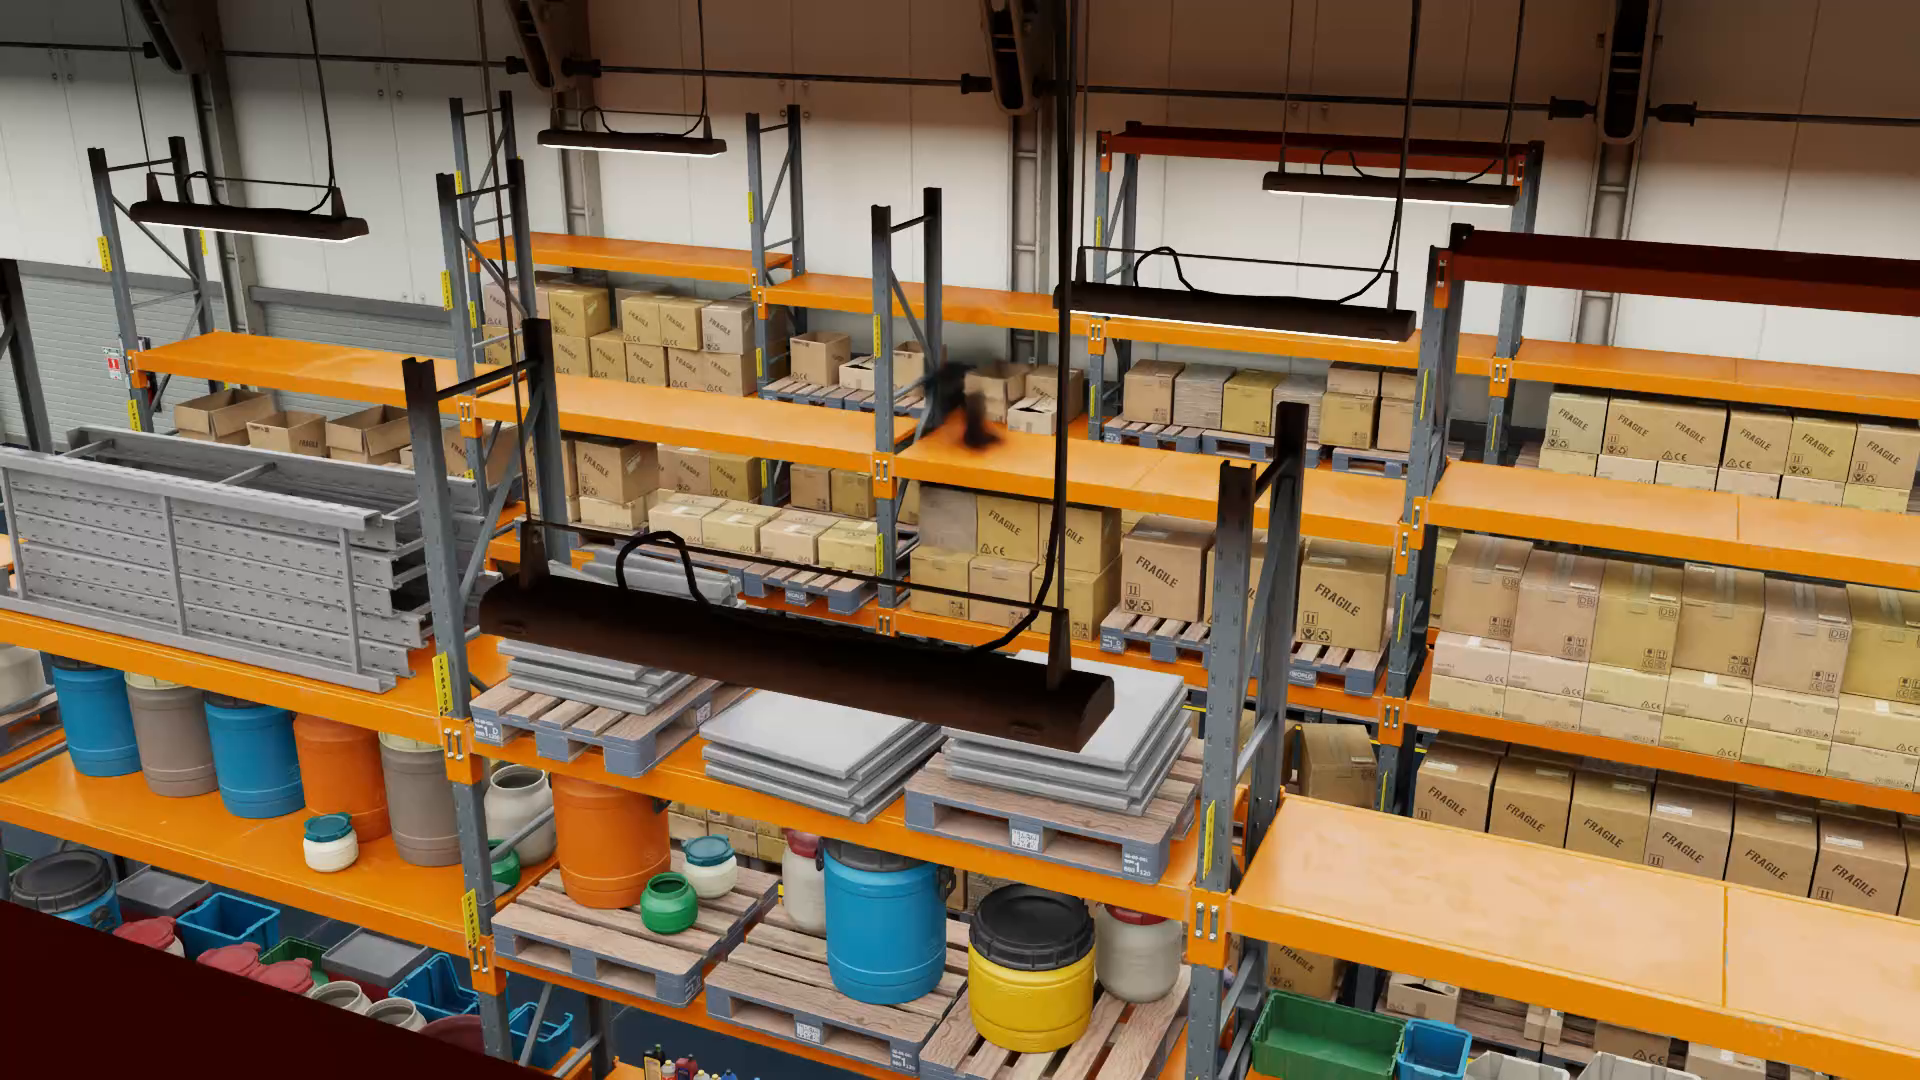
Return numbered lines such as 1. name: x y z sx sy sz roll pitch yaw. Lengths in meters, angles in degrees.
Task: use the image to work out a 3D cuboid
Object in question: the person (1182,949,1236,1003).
1. person: 1.572 3.411 11.219 0.885 1.667 0.595 6 21 14
